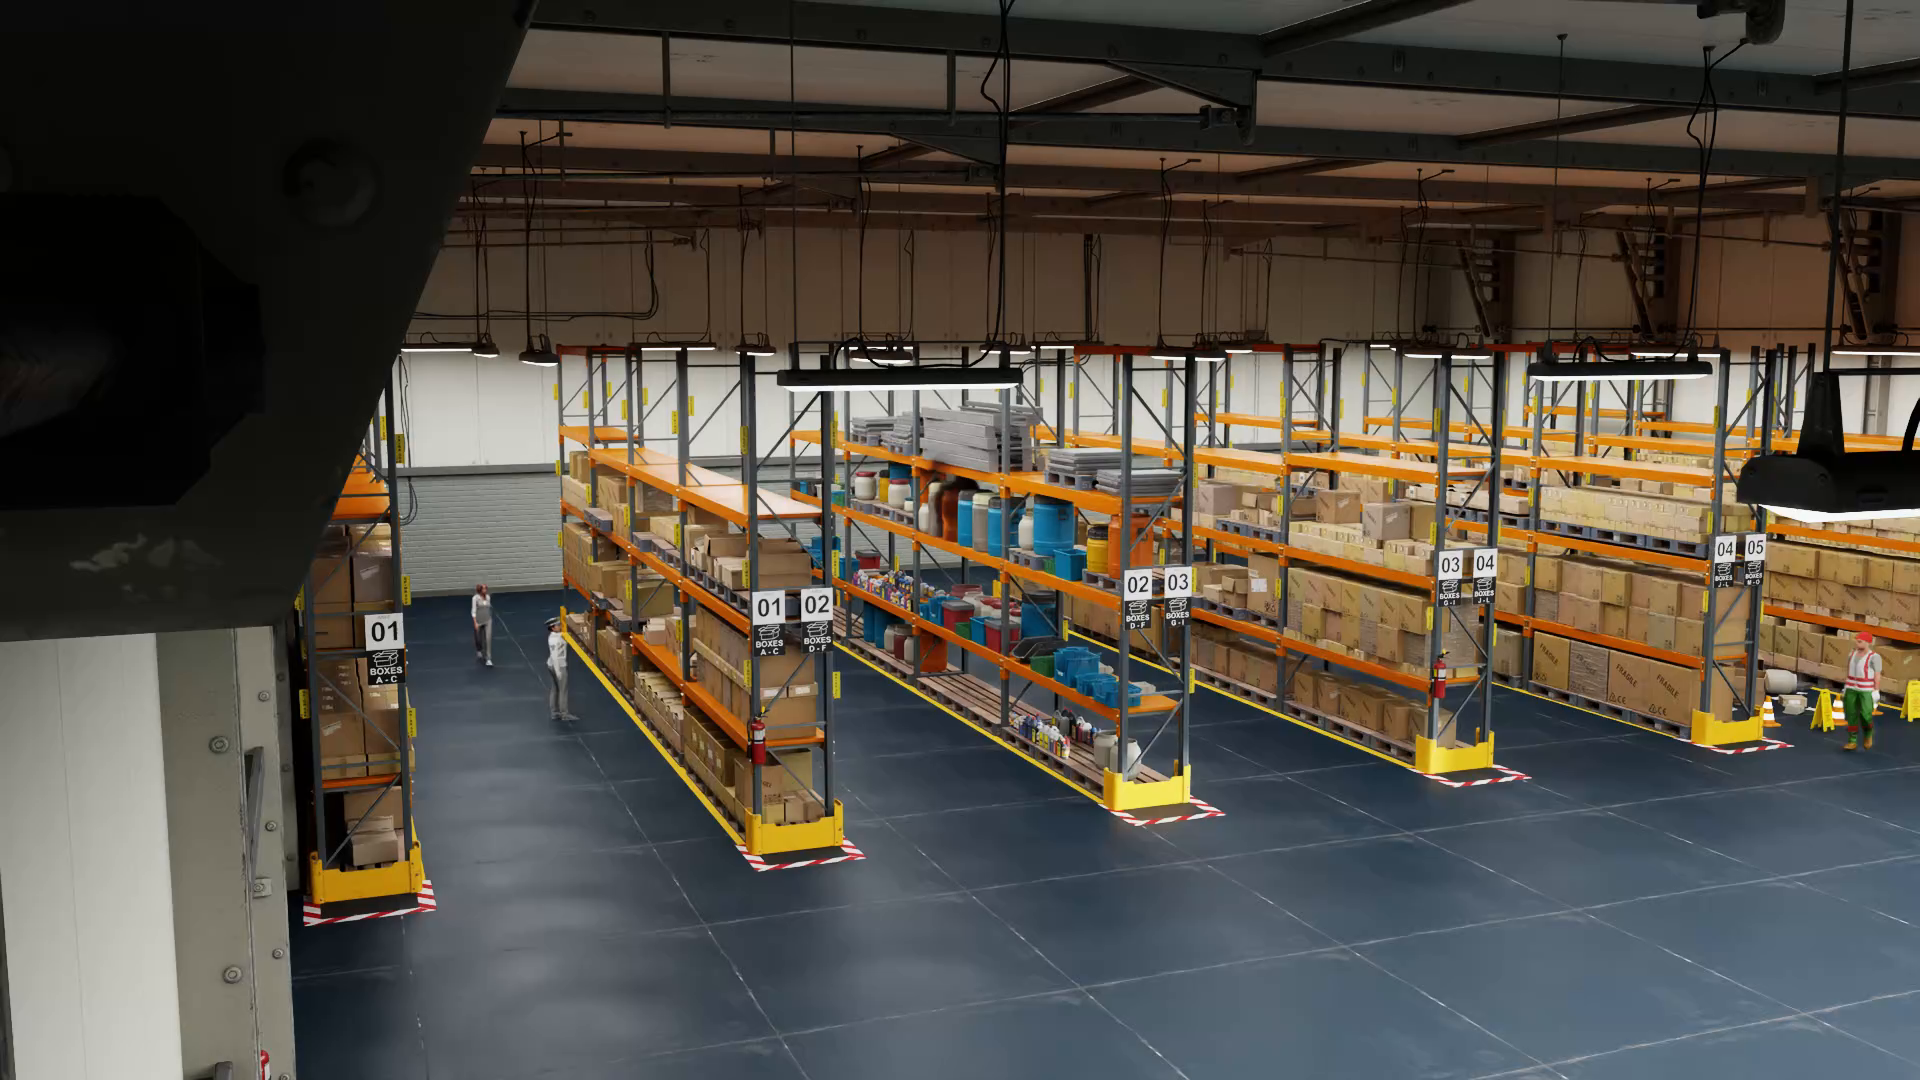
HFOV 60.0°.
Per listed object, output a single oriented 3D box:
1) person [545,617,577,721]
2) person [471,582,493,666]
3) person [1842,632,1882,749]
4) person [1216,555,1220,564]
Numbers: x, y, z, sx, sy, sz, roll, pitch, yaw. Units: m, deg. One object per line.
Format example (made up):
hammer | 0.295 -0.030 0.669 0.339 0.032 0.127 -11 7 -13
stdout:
person | -6.490 2.073 27.000 0.423 1.695 0.509 -4 8 -29
person | -9.039 1.566 31.458 0.392 1.551 0.865 -3 8 -19
person | 13.510 2.261 24.954 0.532 1.788 0.477 7 10 44
person | 5.234 1.088 34.558 0.368 1.725 0.563 -4 8 -29
